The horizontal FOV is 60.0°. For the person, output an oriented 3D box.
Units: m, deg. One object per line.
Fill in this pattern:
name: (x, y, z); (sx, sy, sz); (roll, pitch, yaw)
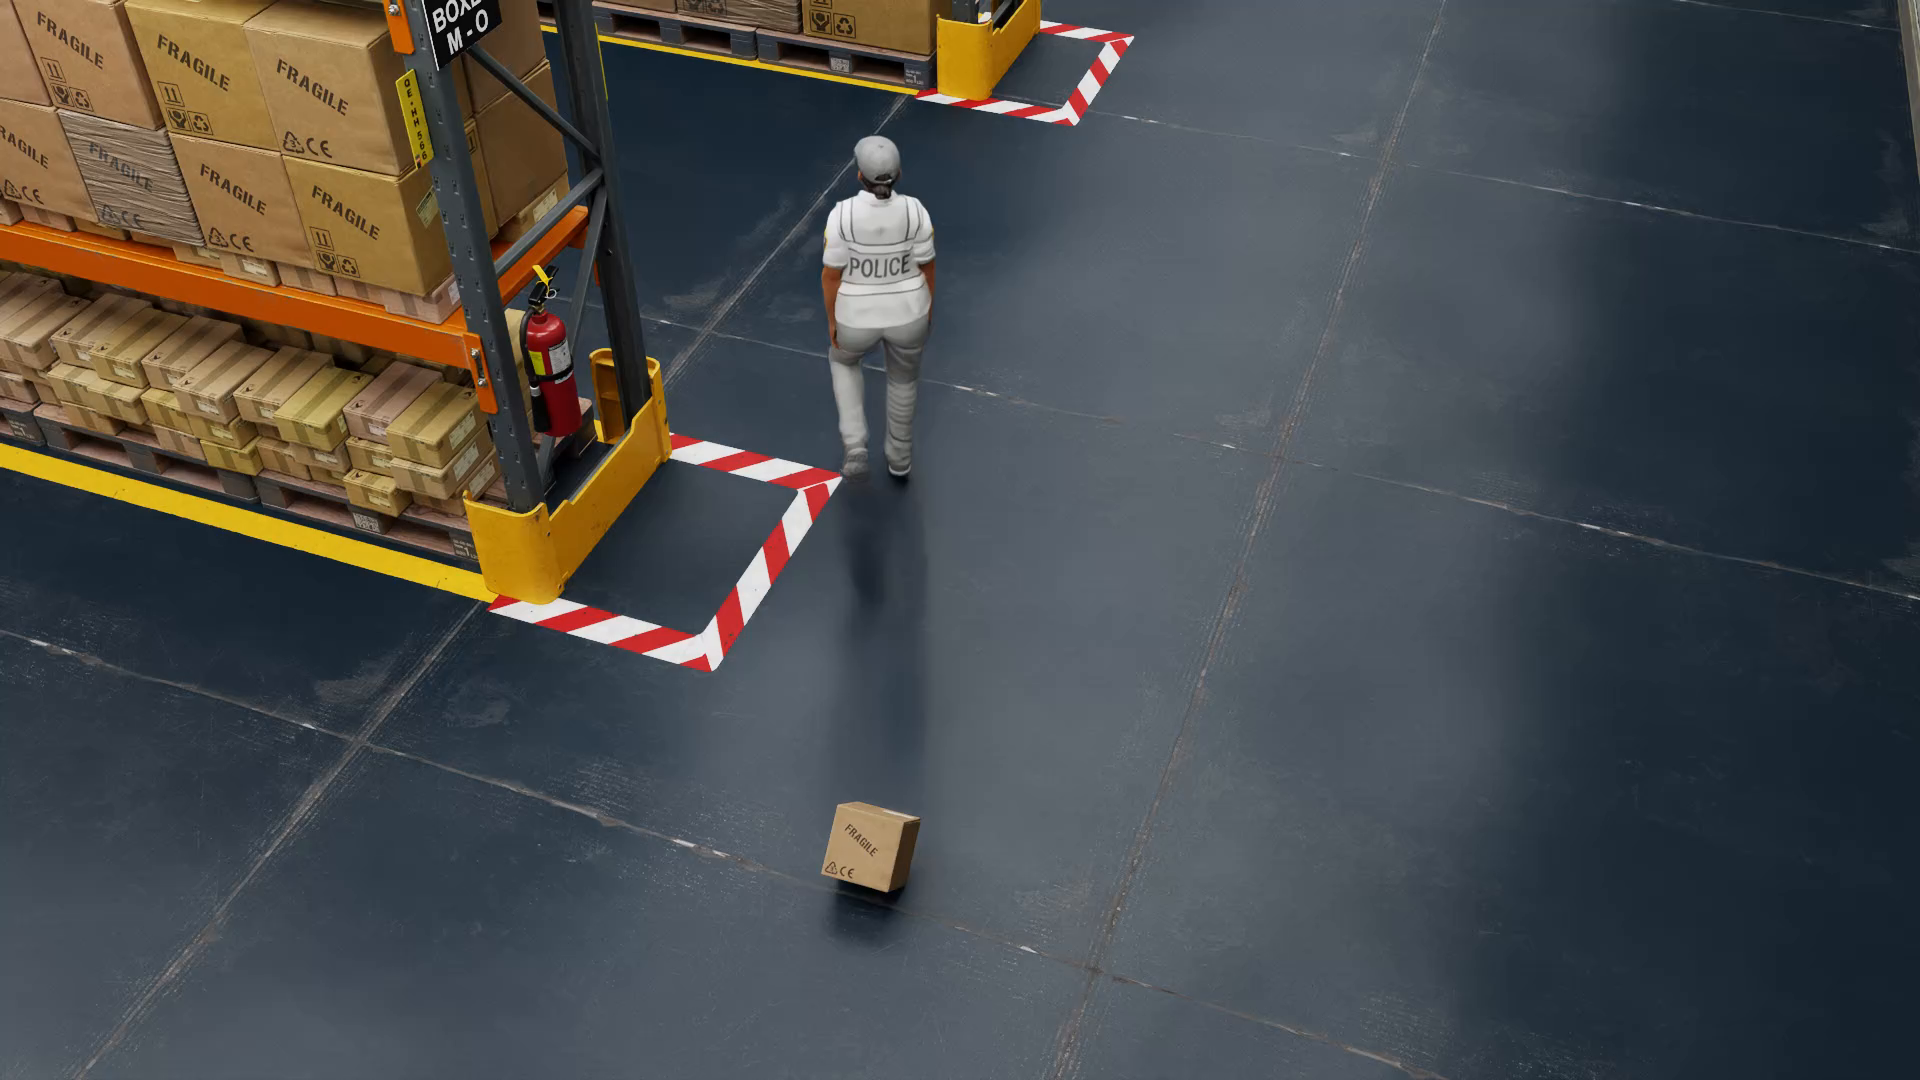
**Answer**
person: (-0.347, -0.982, 7.223); (0.487, 1.667, 0.462); (-4, 42, -4)
